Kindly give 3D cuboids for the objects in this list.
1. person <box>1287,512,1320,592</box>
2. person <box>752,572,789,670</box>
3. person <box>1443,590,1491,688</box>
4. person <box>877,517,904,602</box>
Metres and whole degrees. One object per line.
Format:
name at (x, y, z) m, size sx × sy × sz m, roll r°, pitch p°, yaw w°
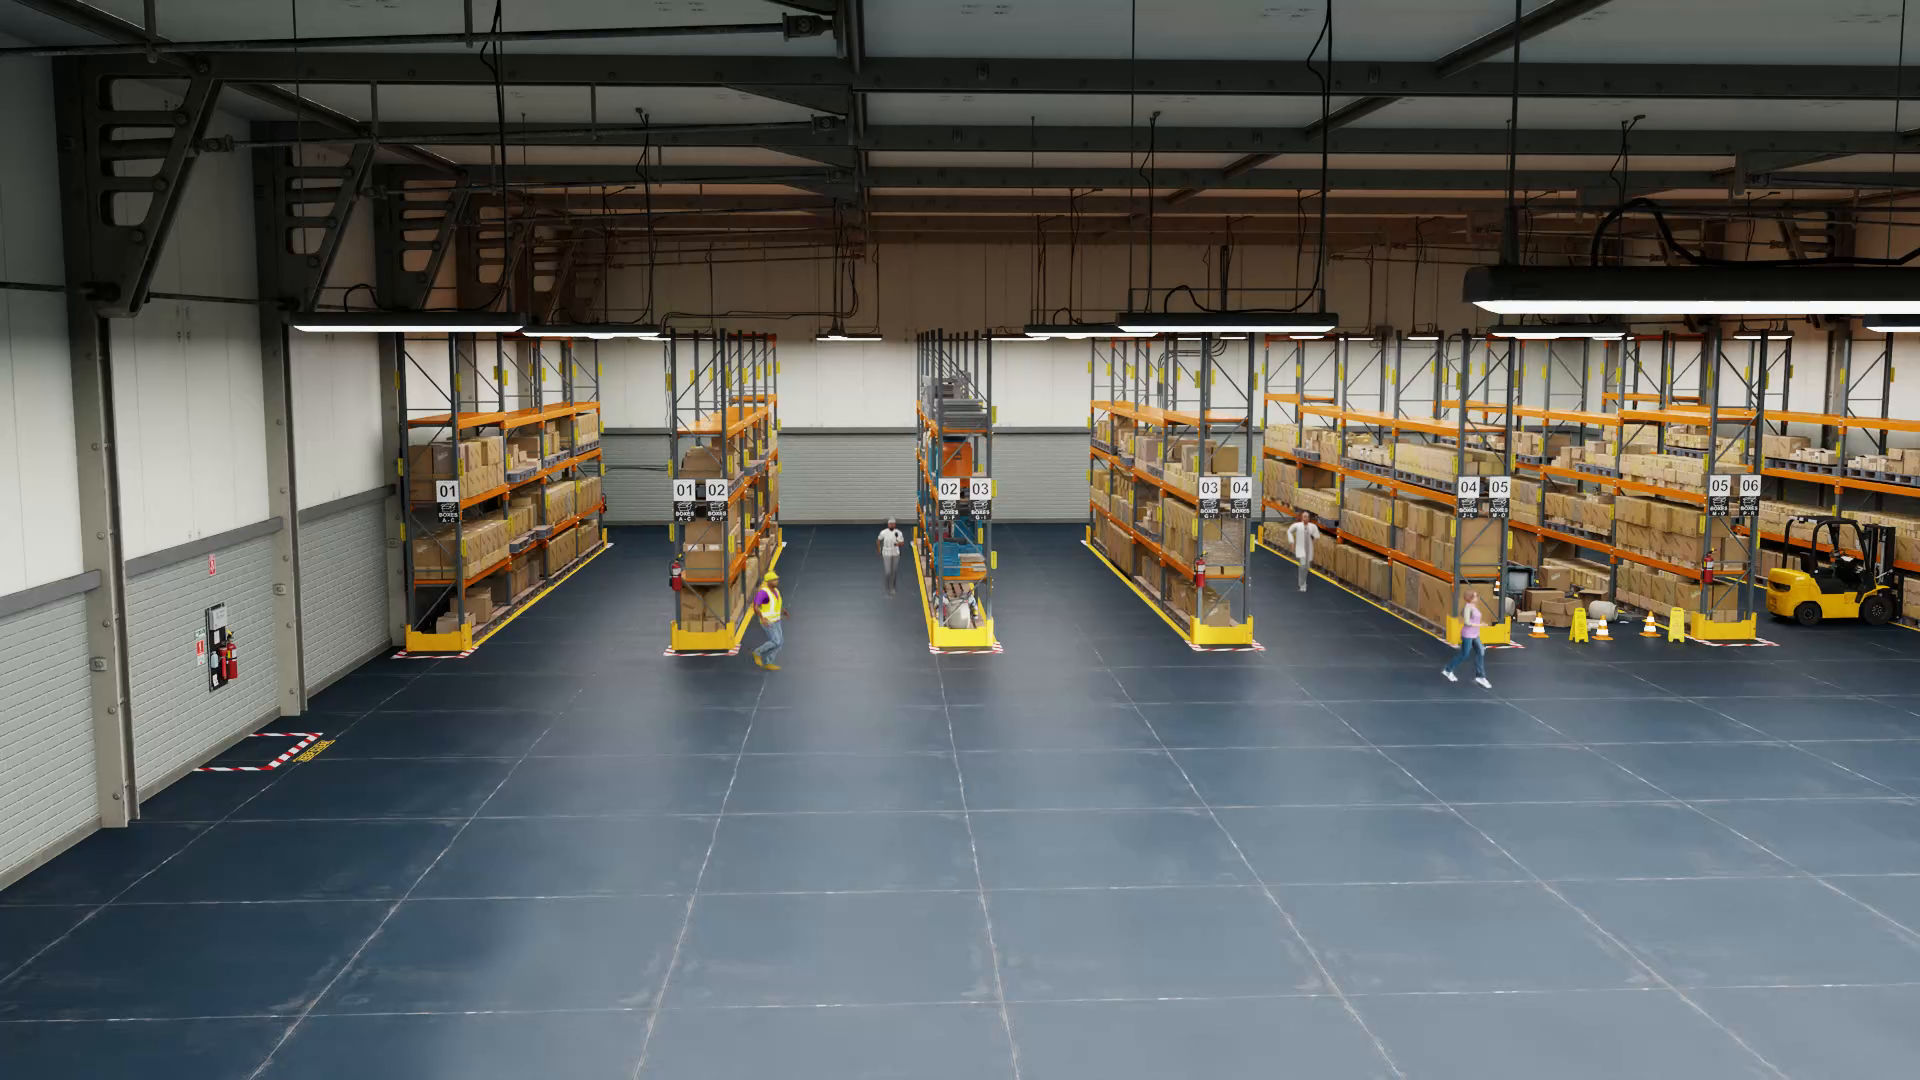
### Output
person at (8.034, 0.268, 38.824) m, size 0.672 × 1.848 × 0.855 m, roll -1°, pitch 7°, yaw -9°
person at (-3.341, 1.423, 29.287) m, size 0.577 × 1.734 × 0.715 m, roll 3°, pitch 7°, yaw 21°
person at (8.534, 1.643, 27.932) m, size 0.800 × 1.631 × 0.545 m, roll 5°, pitch 8°, yaw 35°
person at (-1.477, 0.394, 35.744) m, size 0.546 × 1.796 × 0.720 m, roll -1°, pitch 7°, yaw -12°
